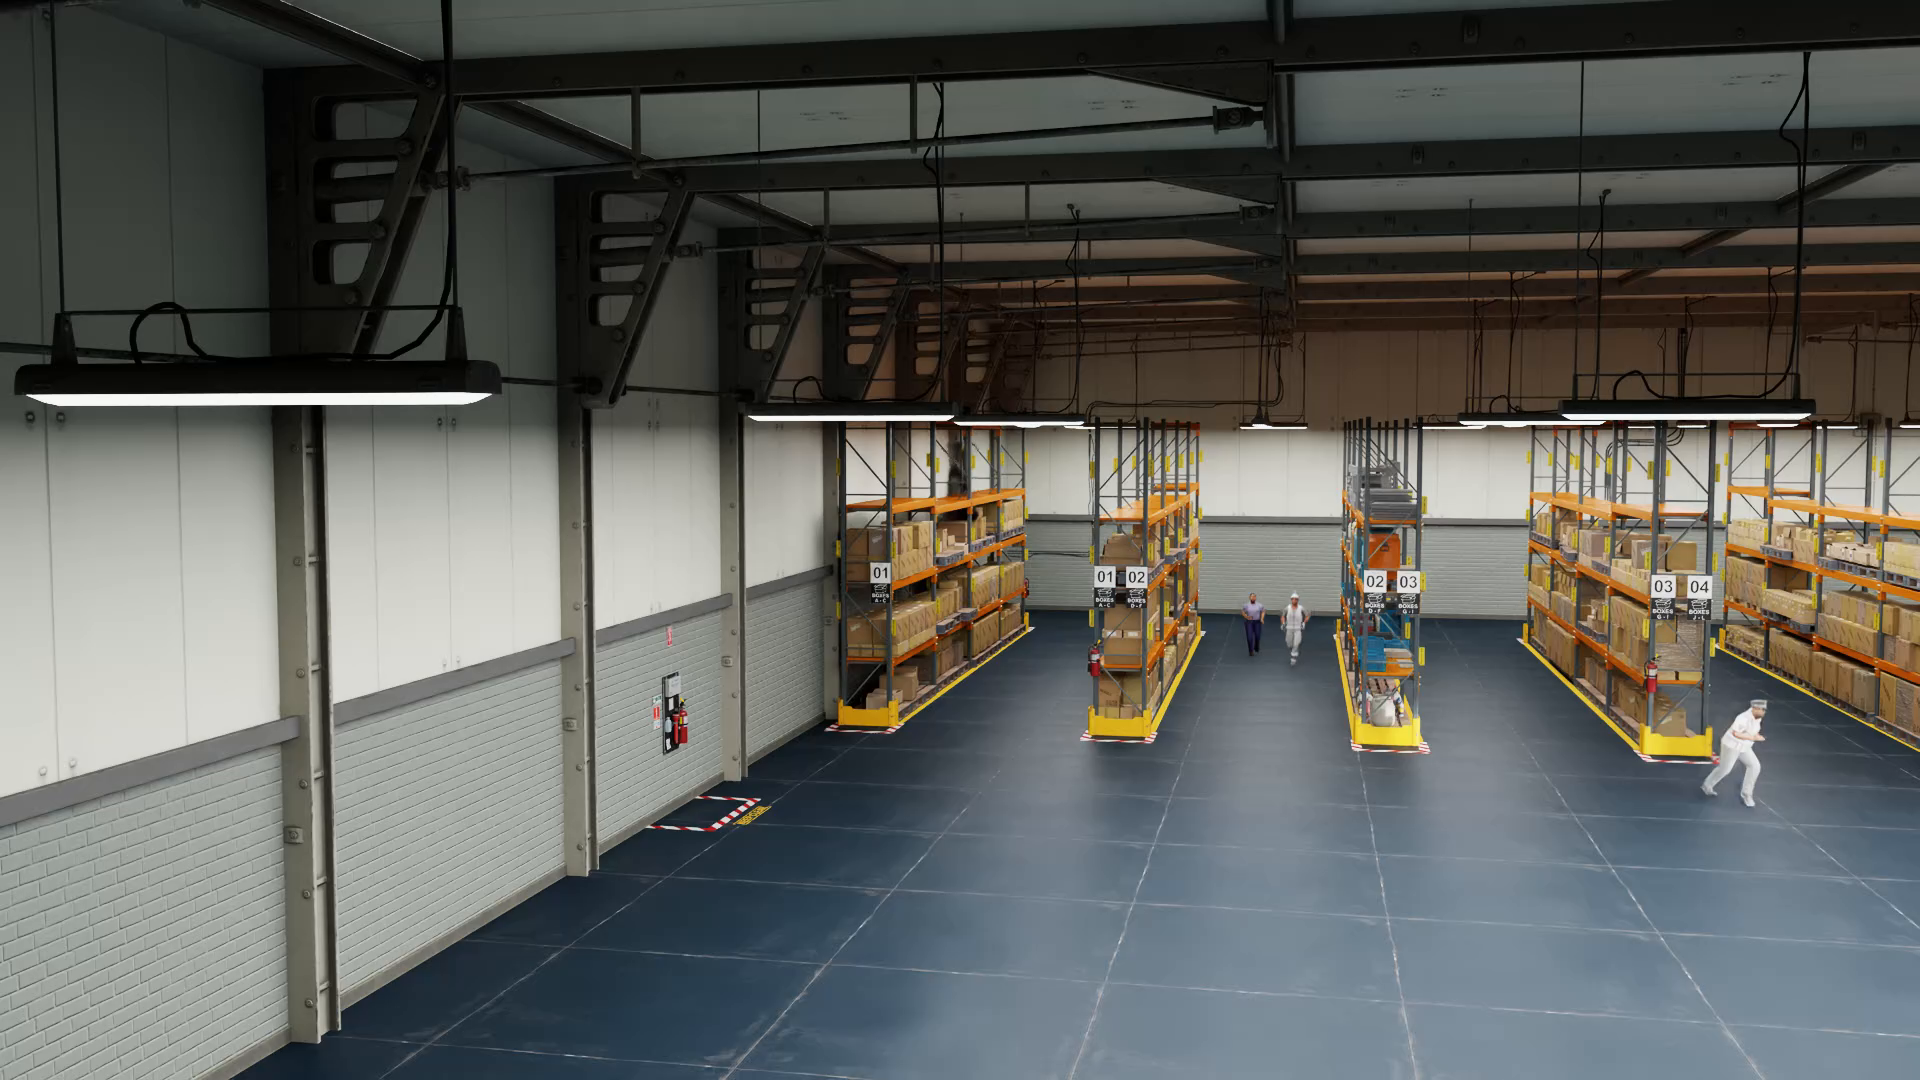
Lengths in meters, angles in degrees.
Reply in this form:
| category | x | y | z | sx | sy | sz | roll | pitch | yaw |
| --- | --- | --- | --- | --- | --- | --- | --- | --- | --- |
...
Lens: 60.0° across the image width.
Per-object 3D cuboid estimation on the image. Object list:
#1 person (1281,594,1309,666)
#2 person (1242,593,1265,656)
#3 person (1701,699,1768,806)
| category | x | y | z | sx | sy | sz | roll | pitch | yaw |
| --- | --- | --- | --- | --- | --- | --- | --- | --- | --- |
| person | 8.238 | 2.202 | 40.906 | 0.668 | 1.751 | 0.715 | 1 | 4 | 18 |
| person | 7.509 | 2.170 | 42.544 | 0.600 | 1.596 | 0.538 | 0 | 4 | 7 |
| person | 12.001 | 3.266 | 25.725 | 0.705 | 1.712 | 1.021 | -3 | 5 | -35 |
